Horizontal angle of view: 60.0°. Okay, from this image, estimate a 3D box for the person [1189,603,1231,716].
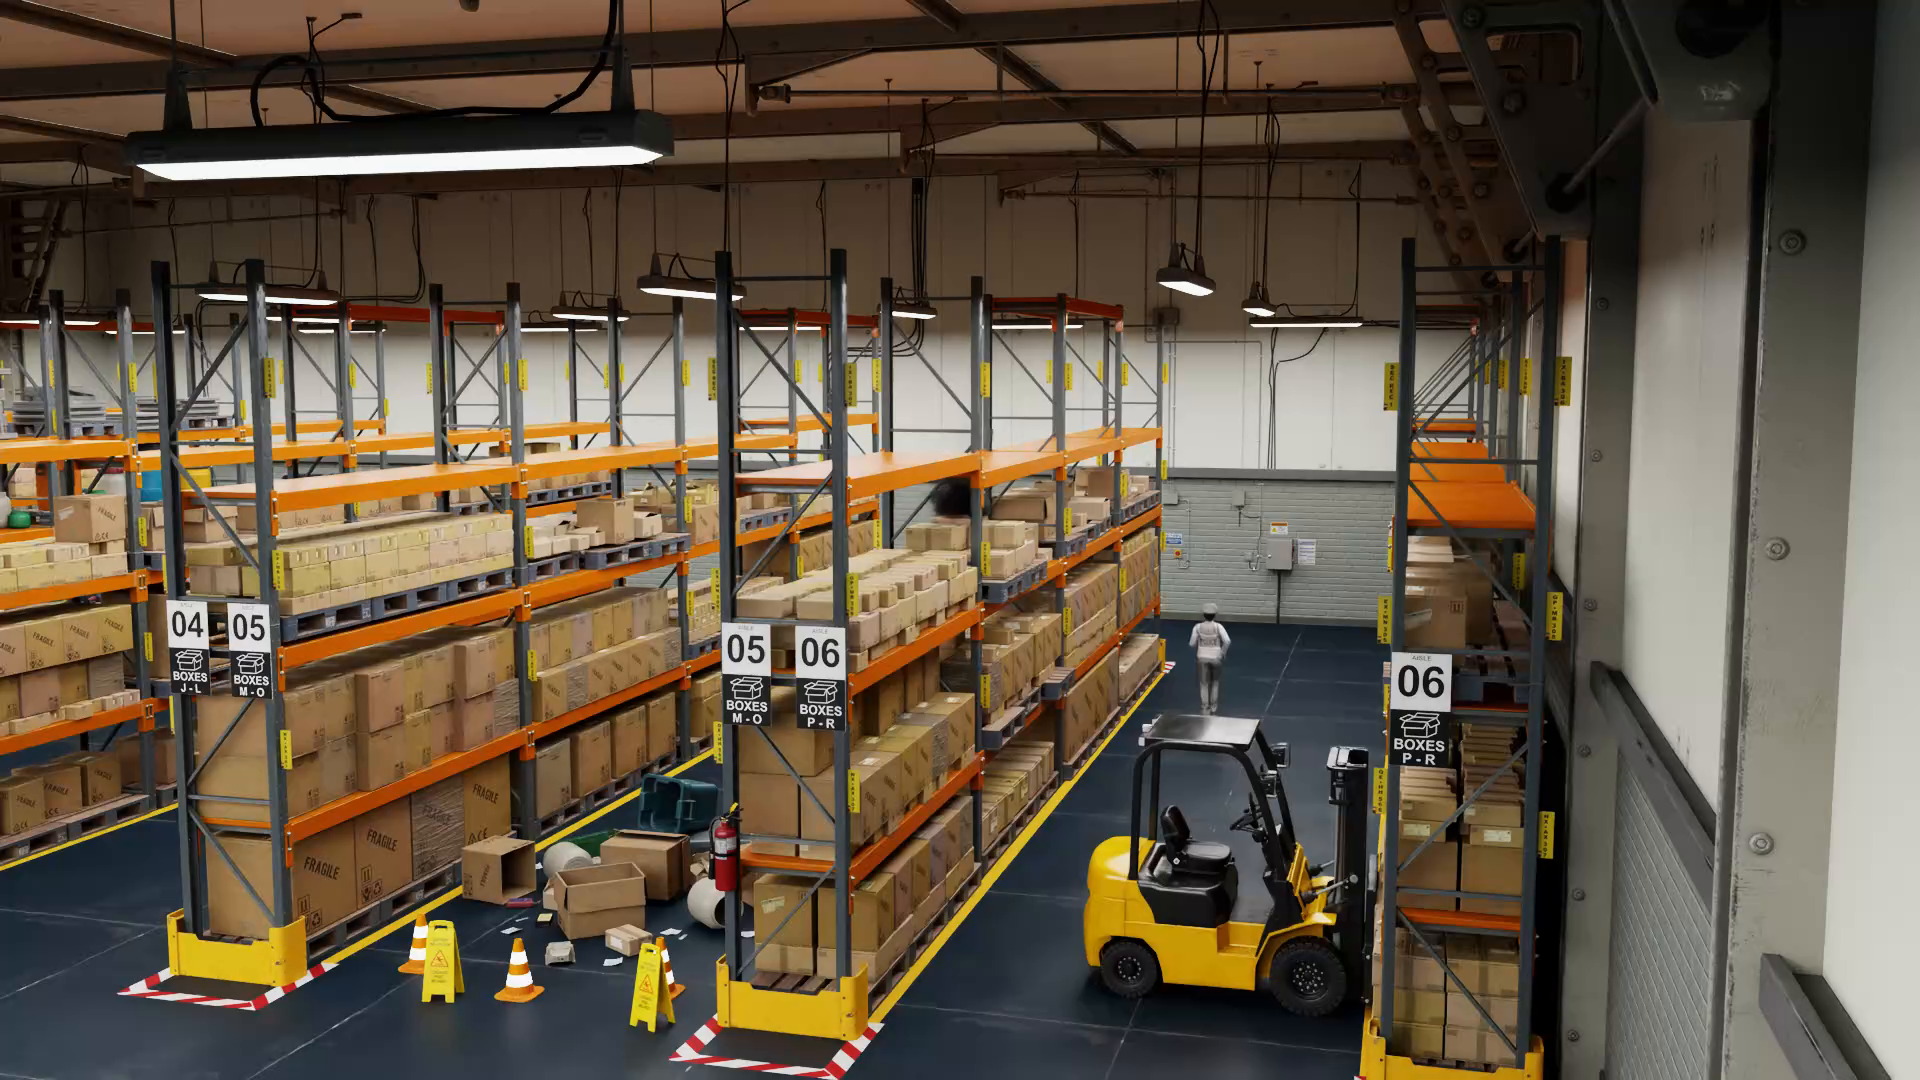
[{"bbox_3d":[3.621,1.783,24.127,0.595,1.754,0.702,1,6,8],"label":"person"}]
